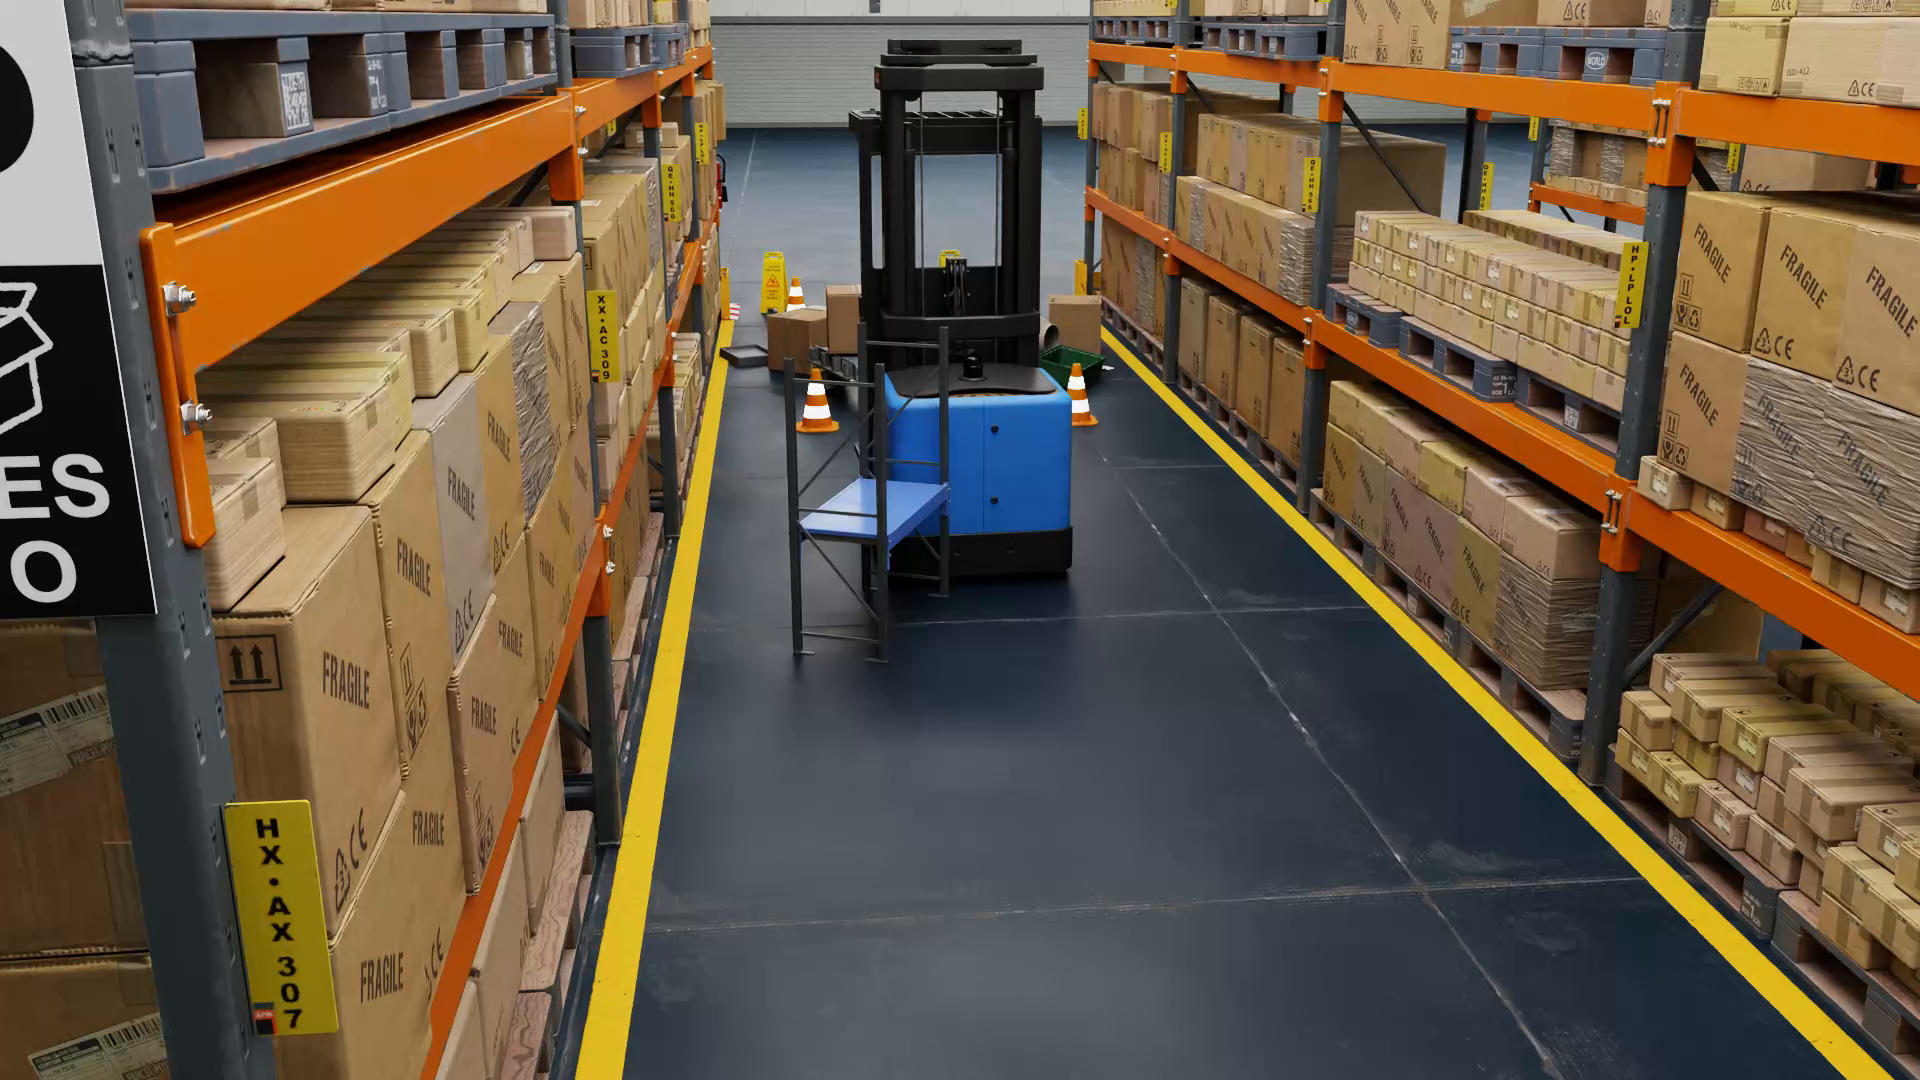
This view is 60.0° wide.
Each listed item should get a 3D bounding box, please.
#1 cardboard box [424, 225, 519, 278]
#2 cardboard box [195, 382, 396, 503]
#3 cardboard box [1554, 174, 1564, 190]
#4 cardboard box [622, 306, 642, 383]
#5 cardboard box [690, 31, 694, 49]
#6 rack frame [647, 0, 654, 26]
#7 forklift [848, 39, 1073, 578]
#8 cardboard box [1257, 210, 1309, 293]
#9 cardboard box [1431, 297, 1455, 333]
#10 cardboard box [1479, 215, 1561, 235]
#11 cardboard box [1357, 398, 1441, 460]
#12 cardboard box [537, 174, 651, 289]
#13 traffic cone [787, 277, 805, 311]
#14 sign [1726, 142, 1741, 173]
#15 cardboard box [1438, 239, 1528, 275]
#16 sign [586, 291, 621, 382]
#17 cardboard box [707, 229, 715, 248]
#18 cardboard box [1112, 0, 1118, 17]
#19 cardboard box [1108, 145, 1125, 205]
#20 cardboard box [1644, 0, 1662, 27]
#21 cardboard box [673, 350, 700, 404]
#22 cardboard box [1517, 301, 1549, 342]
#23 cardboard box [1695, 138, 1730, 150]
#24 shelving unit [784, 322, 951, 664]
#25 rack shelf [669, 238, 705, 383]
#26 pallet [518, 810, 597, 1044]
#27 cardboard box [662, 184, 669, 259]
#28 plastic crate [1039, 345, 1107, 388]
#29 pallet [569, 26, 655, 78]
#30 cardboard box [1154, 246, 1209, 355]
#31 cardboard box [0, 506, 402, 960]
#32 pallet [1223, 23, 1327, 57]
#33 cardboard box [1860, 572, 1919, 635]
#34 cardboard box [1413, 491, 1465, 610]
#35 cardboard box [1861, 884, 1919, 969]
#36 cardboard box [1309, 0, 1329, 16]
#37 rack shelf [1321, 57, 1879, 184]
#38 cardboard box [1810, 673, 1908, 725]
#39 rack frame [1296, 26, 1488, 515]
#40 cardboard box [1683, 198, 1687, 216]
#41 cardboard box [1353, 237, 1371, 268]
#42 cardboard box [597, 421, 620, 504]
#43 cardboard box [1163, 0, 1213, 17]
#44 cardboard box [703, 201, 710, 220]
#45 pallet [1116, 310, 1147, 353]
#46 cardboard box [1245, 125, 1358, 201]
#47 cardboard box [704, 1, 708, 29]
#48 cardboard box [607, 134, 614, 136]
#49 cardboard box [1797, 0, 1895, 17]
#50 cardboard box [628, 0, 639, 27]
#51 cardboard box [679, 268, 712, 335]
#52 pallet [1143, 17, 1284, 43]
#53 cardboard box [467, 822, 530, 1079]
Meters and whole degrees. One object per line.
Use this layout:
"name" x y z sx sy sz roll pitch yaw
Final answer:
"cardboard box" -1.528 -0.846 4.945 0.380 0.149 0.250 -2 18 -6
"cardboard box" -1.171 -0.164 2.772 0.380 0.149 0.250 -1 17 -4
"cardboard box" 6.607 -3.844 17.834 0.380 0.149 0.250 -2 18 -6
"cardboard box" -1.684 -0.863 7.333 0.500 0.250 0.500 -2 17 -5
"cardboard box" -2.394 -4.125 13.721 0.380 0.149 0.250 -2 18 -6
"rack frame" -2.224 -4.304 8.863 1.000 3.000 0.127 -2 18 -6
"forklift" -0.094 -1.585 10.332 1.130 2.935 3.031 -3 18 -8
"cardboard box" 2.325 -1.947 11.205 0.500 0.500 0.500 -2 18 -6
"cardboard box" 2.673 -1.171 8.617 0.380 0.149 0.250 -2 17 -5
"cardboard box" 3.219 -1.783 9.572 0.380 0.149 0.250 -2 18 -6
"cardboard box" 2.572 -0.626 9.385 0.500 0.250 0.500 -2 18 -6
"cardboard box" -1.805 -1.520 8.174 0.500 0.500 0.500 -2 18 -6
"traffic cone" -1.722 -2.527 17.453 0.336 0.463 0.334 -2 18 -6
"sign" 6.682 -3.334 14.343 0.100 0.325 0.005 -2 18 -6
"cardboard box" 2.681 -1.454 8.526 0.380 0.149 0.250 -1 17 -4
"sign" -1.260 -0.719 5.881 0.100 0.325 0.005 -2 18 -6
"cardboard box" -2.554 -2.890 15.928 0.380 0.149 0.250 -1 17 -3
"cardboard box" 1.685 -5.155 16.132 0.380 0.149 0.250 -2 18 -5
"cardboard box" 1.959 -3.637 16.503 0.875 0.550 0.550 -2 18 -6
"cardboard box" 3.220 -2.291 6.906 0.500 0.311 0.500 -2 18 -6
"cardboard box" -2.503 -1.210 12.709 0.950 0.372 0.625 -1 17 -2
"cardboard box" 2.781 -1.002 7.582 0.380 0.149 0.250 -2 18 -7
"cardboard box" 6.900 -3.732 14.724 0.500 0.500 0.500 -2 18 -6
"shelving unit" -0.450 -0.275 8.548 0.538 1.500 1.048 5 18 16
"rack shelf" -2.430 -1.695 11.768 1.077 0.370 4.000 -2 18 -6
"pallet" -1.811 1.309 5.654 1.003 0.211 1.213 -2 18 -6
"cardboard box" -2.040 -1.973 10.089 0.500 0.500 0.500 -2 18 -7
"plastic crate" 0.955 -1.514 14.590 0.450 0.188 0.662 18 23 19
"pallet" -1.987 -2.260 7.674 1.003 0.211 1.213 -1 17 -3
"cardboard box" 2.281 -2.193 15.000 0.875 0.875 0.875 -2 17 -5
"cardboard box" -1.165 0.265 2.489 0.500 0.500 0.500 -2 18 -7
"pallet" 2.452 -3.489 11.591 1.003 0.211 1.213 -1 17 -3
"cardboard box" 2.990 0.172 5.041 0.380 0.149 0.250 -1 17 -3
"cardboard box" 2.674 0.041 8.512 0.500 0.500 0.500 -2 18 -7
"cardboard box" 2.990 1.161 5.032 0.380 0.149 0.250 -2 18 -5
"cardboard box" 2.408 -3.364 10.400 0.380 0.166 0.250 -2 18 -6
"rack shelf" 2.895 -2.117 8.106 1.077 0.370 4.000 -2 18 -6
"cardboard box" 3.463 0.616 6.274 0.380 0.149 0.250 -2 17 -5
"rack frame" 2.689 -1.625 10.345 1.000 3.000 0.127 -2 18 -6
"cardboard box" 6.787 -3.097 15.454 0.380 0.149 0.250 -2 18 -6
"cardboard box" 2.539 -1.697 9.797 0.380 0.149 0.250 -1 17 -3
"cardboard box" -1.594 -0.318 6.432 0.500 0.250 0.500 -2 18 -7
"cardboard box" 1.921 -4.475 13.966 0.380 0.149 0.250 -2 18 -6
"cardboard box" -2.473 -2.999 15.141 0.380 0.149 0.250 -2 18 -5
"pallet" 2.147 -2.080 16.449 1.003 0.211 1.213 -2 18 -6
"cardboard box" 2.491 -2.739 12.059 0.700 0.500 0.500 -2 18 -6
"cardboard box" -2.620 -4.878 15.454 0.500 0.250 0.500 -1 17 -4
"cardboard box" -3.220 -3.711 16.326 0.500 0.500 0.500 -1 17 -4
"cardboard box" 2.959 -1.732 5.094 0.500 0.250 0.500 -2 18 -6
"cardboard box" -1.754 -2.605 7.591 0.500 0.500 0.500 -2 18 -5
"cardboard box" -2.429 -2.064 14.381 0.500 0.500 0.500 -1 17 -3
"pallet" 2.203 -4.450 14.483 1.003 0.211 1.213 -2 18 -6
"cardboard box" -1.761 1.229 4.831 0.875 0.438 0.875 -2 18 -7
